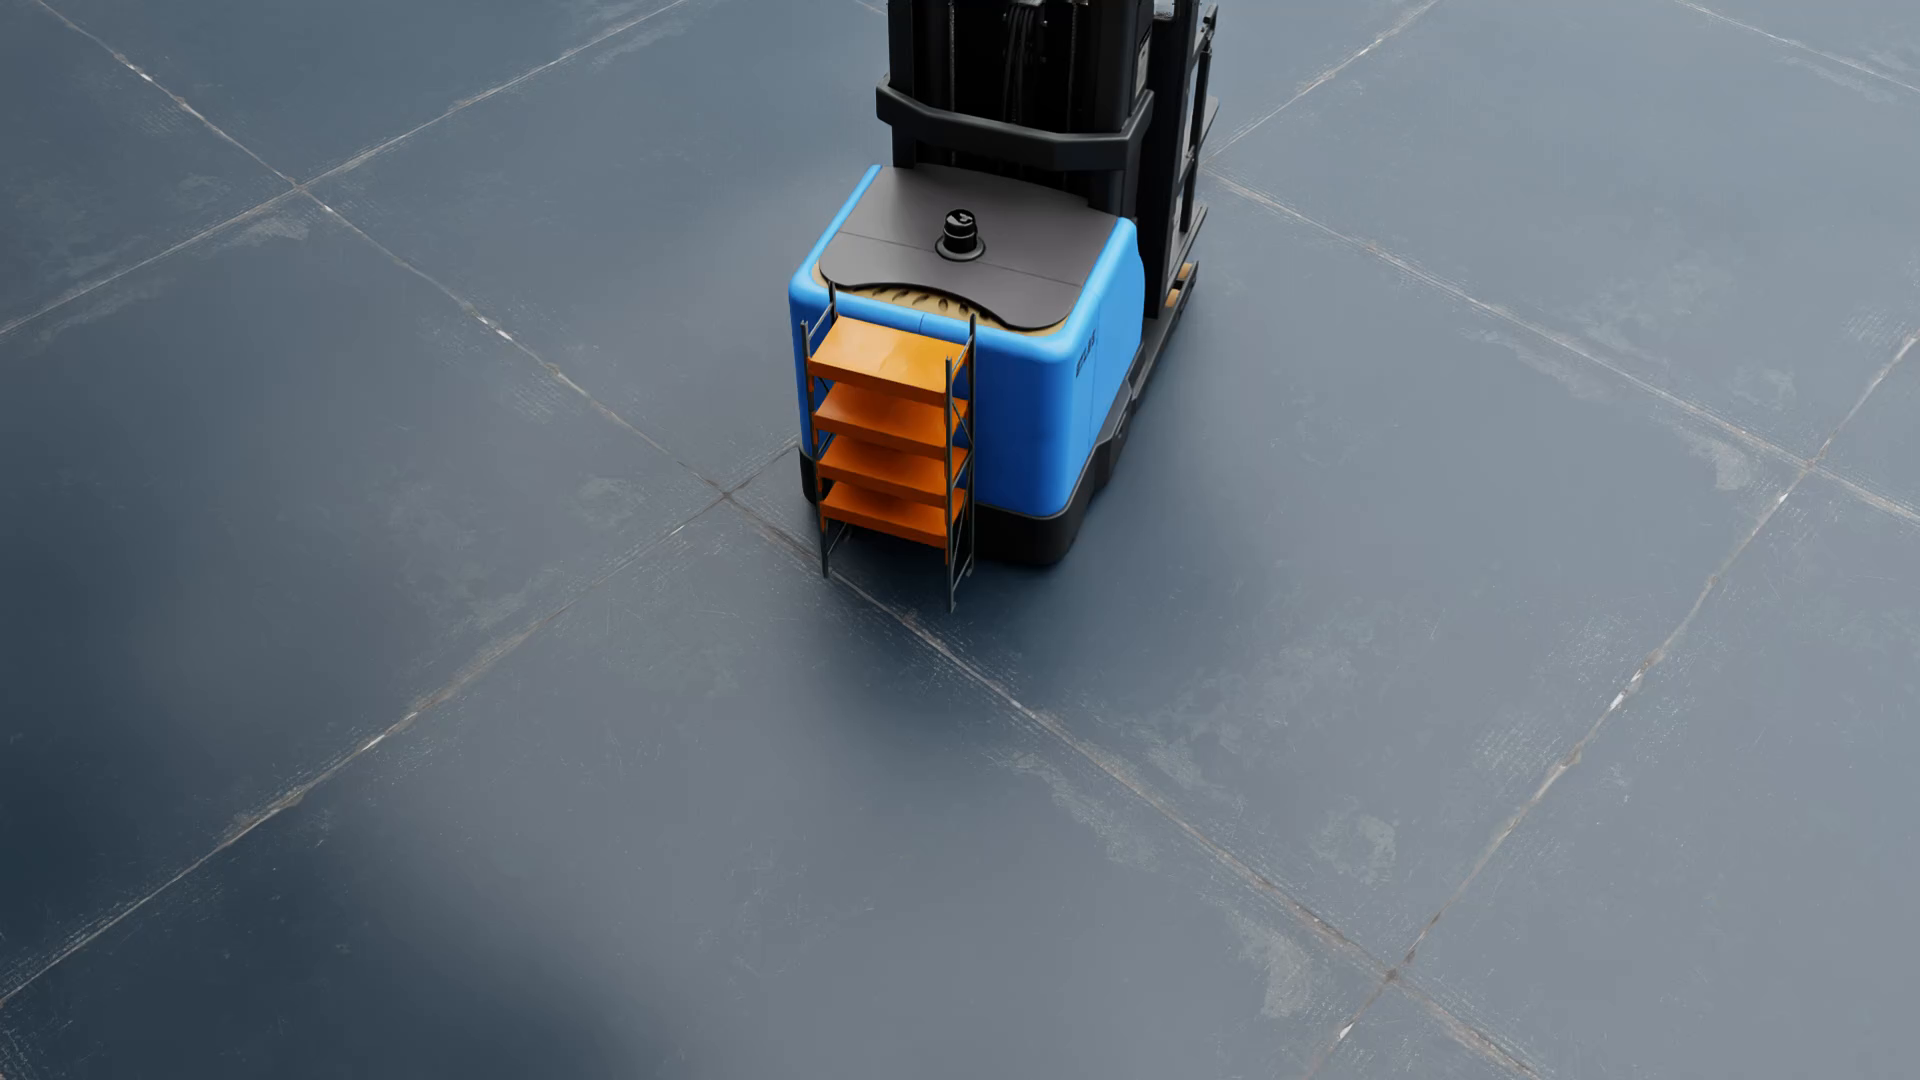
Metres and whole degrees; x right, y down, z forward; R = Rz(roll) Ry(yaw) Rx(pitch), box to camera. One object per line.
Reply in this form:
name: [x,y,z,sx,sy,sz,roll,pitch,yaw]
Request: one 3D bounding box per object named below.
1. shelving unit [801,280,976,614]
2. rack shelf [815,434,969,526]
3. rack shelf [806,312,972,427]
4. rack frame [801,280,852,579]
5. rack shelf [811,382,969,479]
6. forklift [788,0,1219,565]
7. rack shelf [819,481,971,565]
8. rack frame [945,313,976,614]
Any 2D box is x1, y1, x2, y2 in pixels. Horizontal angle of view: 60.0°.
shelving unit: [-0.226,-0.289,5.698,0.503,1.200,0.258,15,49,14]
rack shelf: [-0.226,-0.243,5.748,0.480,0.148,0.258,15,49,14]
rack shelf: [-0.226,-0.558,5.412,0.480,0.148,0.258,15,49,14]
rack frame: [-0.454,-0.351,5.756,0.015,1.200,0.240,15,49,14]
rack shelf: [-0.226,-0.396,5.584,0.480,0.148,0.258,15,49,14]
forklift: [0.389,-2.009,6.125,1.130,2.935,3.031,15,49,14]
rack shelf: [-0.226,-0.107,5.892,0.480,0.148,0.258,15,49,14]
rack frame: [0.003,-0.227,5.640,0.015,1.200,0.240,15,49,14]
